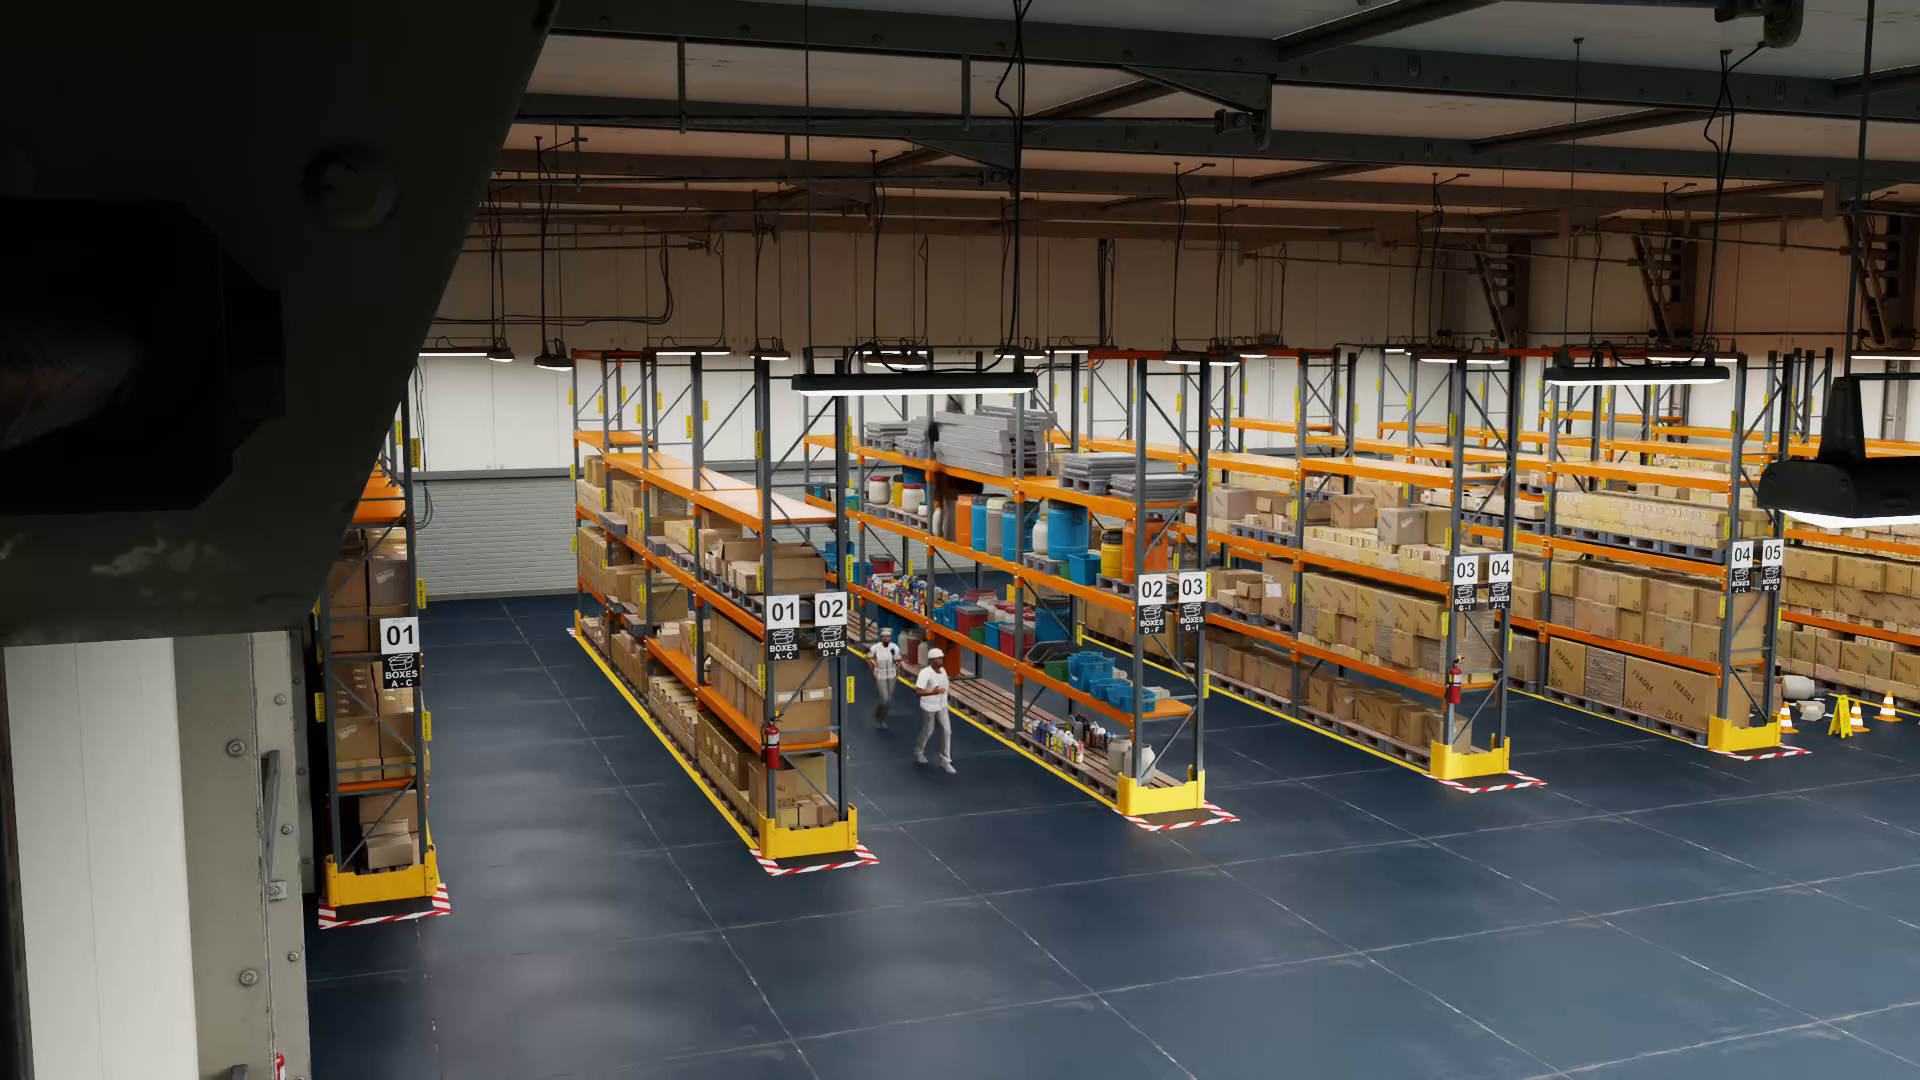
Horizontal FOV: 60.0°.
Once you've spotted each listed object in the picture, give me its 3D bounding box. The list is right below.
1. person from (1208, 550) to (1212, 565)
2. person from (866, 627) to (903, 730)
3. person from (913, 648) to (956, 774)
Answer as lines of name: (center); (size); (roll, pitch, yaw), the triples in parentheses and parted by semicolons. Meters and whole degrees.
person: (6.066, 0.359, 41.452); (0.618, 1.689, 0.663); (-5, 9, -34)
person: (-1.171, 2.214, 26.499); (0.555, 1.674, 0.624); (-2, 7, -18)
person: (-0.415, 2.467, 24.135); (0.665, 1.826, 0.813); (-7, 10, -42)
